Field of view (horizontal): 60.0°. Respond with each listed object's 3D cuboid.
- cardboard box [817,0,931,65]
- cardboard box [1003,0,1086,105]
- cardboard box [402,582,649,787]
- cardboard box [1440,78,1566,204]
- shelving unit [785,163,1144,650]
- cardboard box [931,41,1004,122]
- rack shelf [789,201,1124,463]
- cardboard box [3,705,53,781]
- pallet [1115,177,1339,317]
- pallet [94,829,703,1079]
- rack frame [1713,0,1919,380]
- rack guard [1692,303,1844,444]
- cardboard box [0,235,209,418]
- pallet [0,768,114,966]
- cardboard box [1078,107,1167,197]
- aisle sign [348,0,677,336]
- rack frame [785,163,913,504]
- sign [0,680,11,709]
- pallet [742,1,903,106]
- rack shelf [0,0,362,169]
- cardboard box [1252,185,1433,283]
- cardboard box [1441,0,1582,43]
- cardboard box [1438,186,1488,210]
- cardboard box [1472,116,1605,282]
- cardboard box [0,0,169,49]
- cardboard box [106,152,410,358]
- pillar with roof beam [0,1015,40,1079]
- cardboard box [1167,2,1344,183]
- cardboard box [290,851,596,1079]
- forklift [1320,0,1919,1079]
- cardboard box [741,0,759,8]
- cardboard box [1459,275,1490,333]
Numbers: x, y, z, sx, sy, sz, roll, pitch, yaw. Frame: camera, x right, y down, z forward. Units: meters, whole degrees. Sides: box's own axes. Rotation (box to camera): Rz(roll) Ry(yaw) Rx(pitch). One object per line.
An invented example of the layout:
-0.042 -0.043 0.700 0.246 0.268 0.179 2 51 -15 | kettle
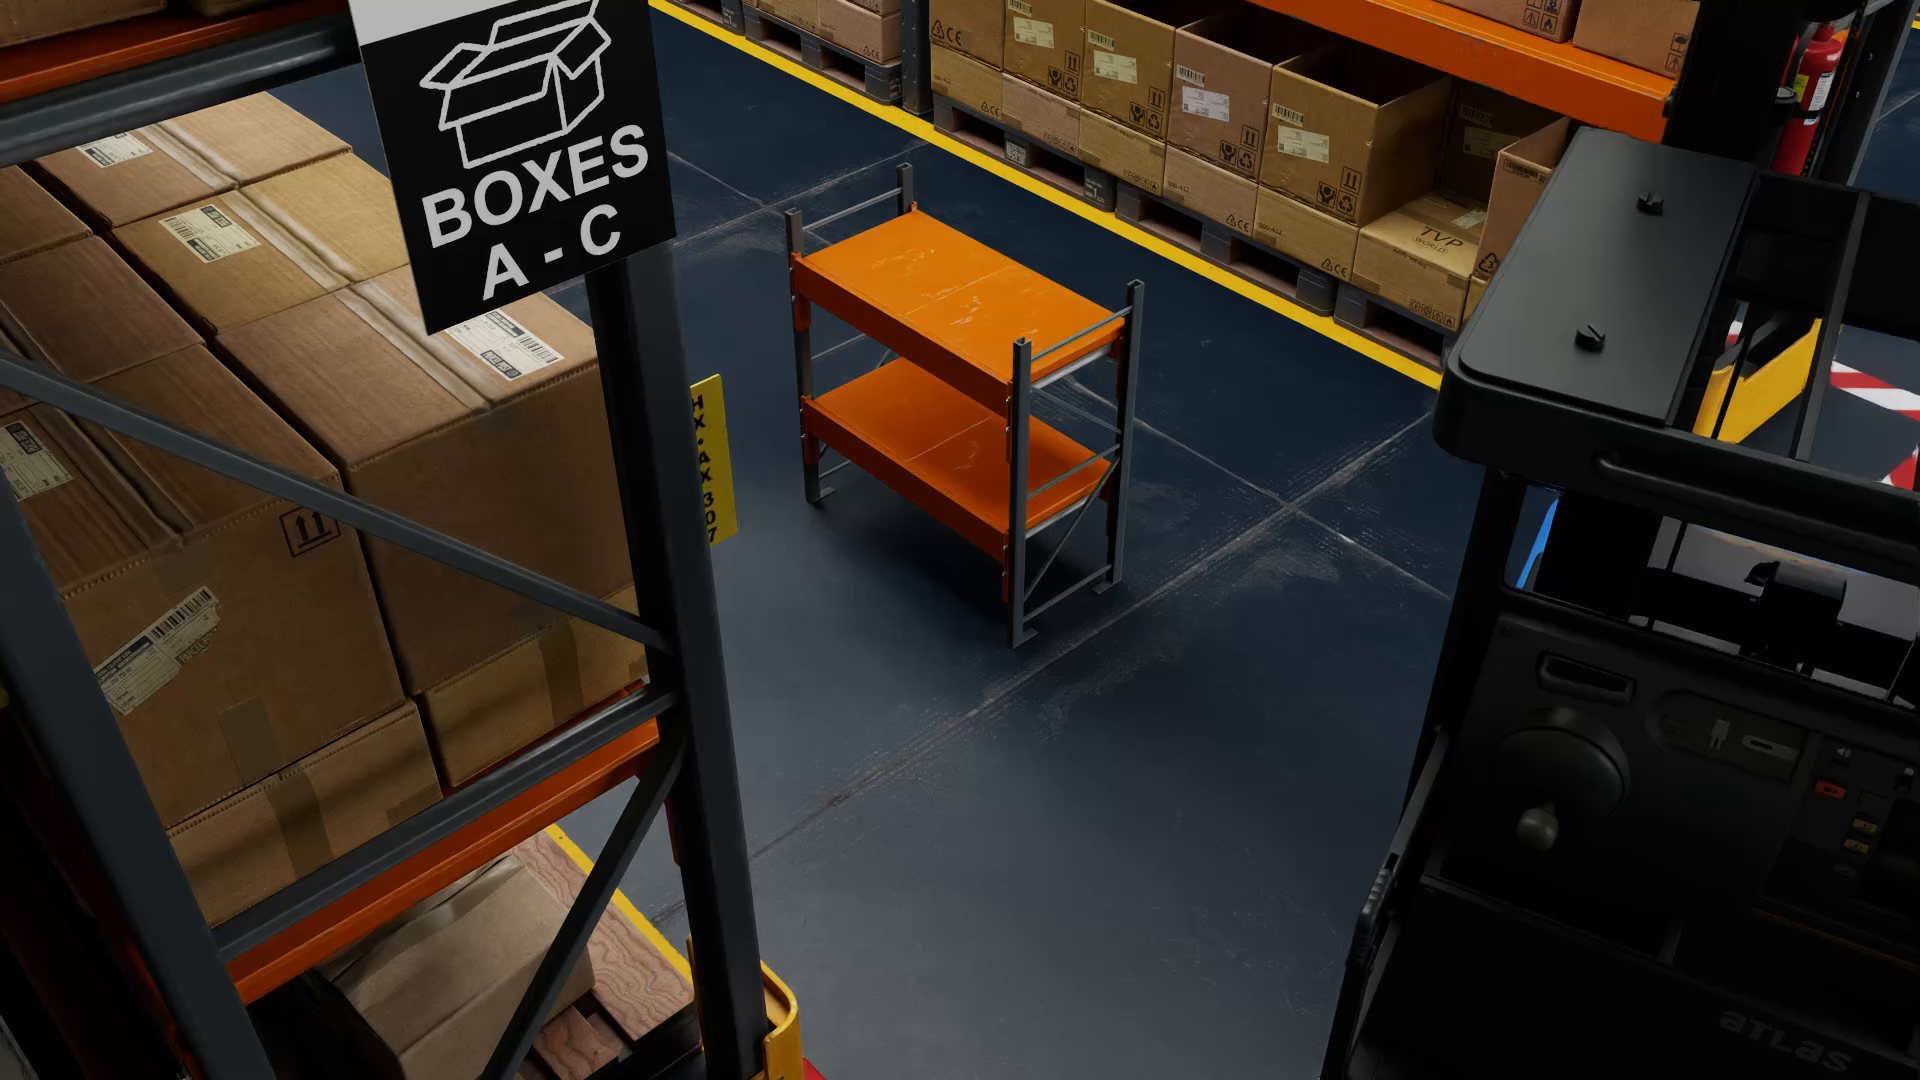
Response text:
-0.375 -2.672 8.450 0.500 0.250 0.500 -30 48 -32 | cardboard box
0.546 -2.320 7.416 0.500 0.500 0.500 -30 48 -32 | cardboard box
-0.918 0.138 3.219 0.500 0.250 0.500 -31 48 -33 | cardboard box
2.286 -1.617 6.547 0.500 0.500 0.500 -30 48 -32 | cardboard box
-0.005 -0.441 5.325 0.538 1.125 1.048 -30 48 -32 | shelving unit
0.210 -2.260 7.939 0.500 0.250 0.500 -30 48 -32 | cardboard box
-0.005 -0.668 5.141 0.538 0.278 1.000 -30 48 -32 | rack shelf
-1.639 0.129 3.231 0.500 0.250 0.500 -29 47 -31 | cardboard box
1.456 -1.474 7.332 1.003 0.211 1.213 -30 48 -32 | pallet
-1.396 1.107 4.136 1.003 0.211 1.213 -30 48 -32 | pallet
2.825 -1.659 5.340 1.000 3.000 0.127 -30 48 -32 | rack frame
2.841 -0.675 6.112 1.175 0.500 0.348 -30 48 -32 | rack guard
-1.630 -0.158 2.989 0.500 0.500 0.500 -29 47 -31 | cardboard box
-2.217 0.542 4.835 1.003 0.211 1.213 -30 48 -32 | pallet
0.878 -1.793 7.361 0.500 0.250 0.500 -30 48 -32 | cardboard box
-0.552 -0.657 2.032 0.394 0.787 0.004 -30 48 -32 | aisle sign
-0.348 -0.676 5.616 0.500 1.125 0.032 -30 48 -32 | rack frame
-1.244 0.101 1.988 0.100 0.325 0.005 -30 48 -32 | sign
-0.408 -2.749 8.910 1.003 0.211 1.213 -30 48 -32 | pallet
-2.174 -1.364 3.161 1.077 0.370 4.000 -30 48 -32 | rack shelf
1.558 -1.332 6.790 0.500 0.250 0.500 -30 48 -32 | cardboard box
2.160 -2.160 5.882 0.700 0.500 0.500 -29 47 -31 | cardboard box
2.285 -1.325 6.781 0.500 0.250 0.500 -30 48 -32 | cardboard box
2.243 -1.166 5.988 0.500 0.500 0.500 -30 48 -32 | cardboard box
-1.290 -0.851 1.858 0.500 0.500 0.500 -26 46 -29 | cardboard box
-1.250 -0.375 3.257 0.500 0.500 0.500 -30 48 -32 | cardboard box
1.239 -3.671 3.058 9.100 9.000 0.400 -30 48 -32 | pillar with roof beam
1.218 -1.854 6.840 0.500 0.500 0.500 -30 48 -32 | cardboard box
-1.223 0.965 3.882 0.500 0.311 0.500 29 47 31 | cardboard box
1.256 0.508 2.712 1.130 2.935 3.031 19 42 21 | forklift
-1.062 -3.144 9.033 0.500 0.250 0.500 -29 47 -31 | cardboard box
2.244 -0.875 6.224 0.500 0.250 0.500 -30 48 -32 | cardboard box
